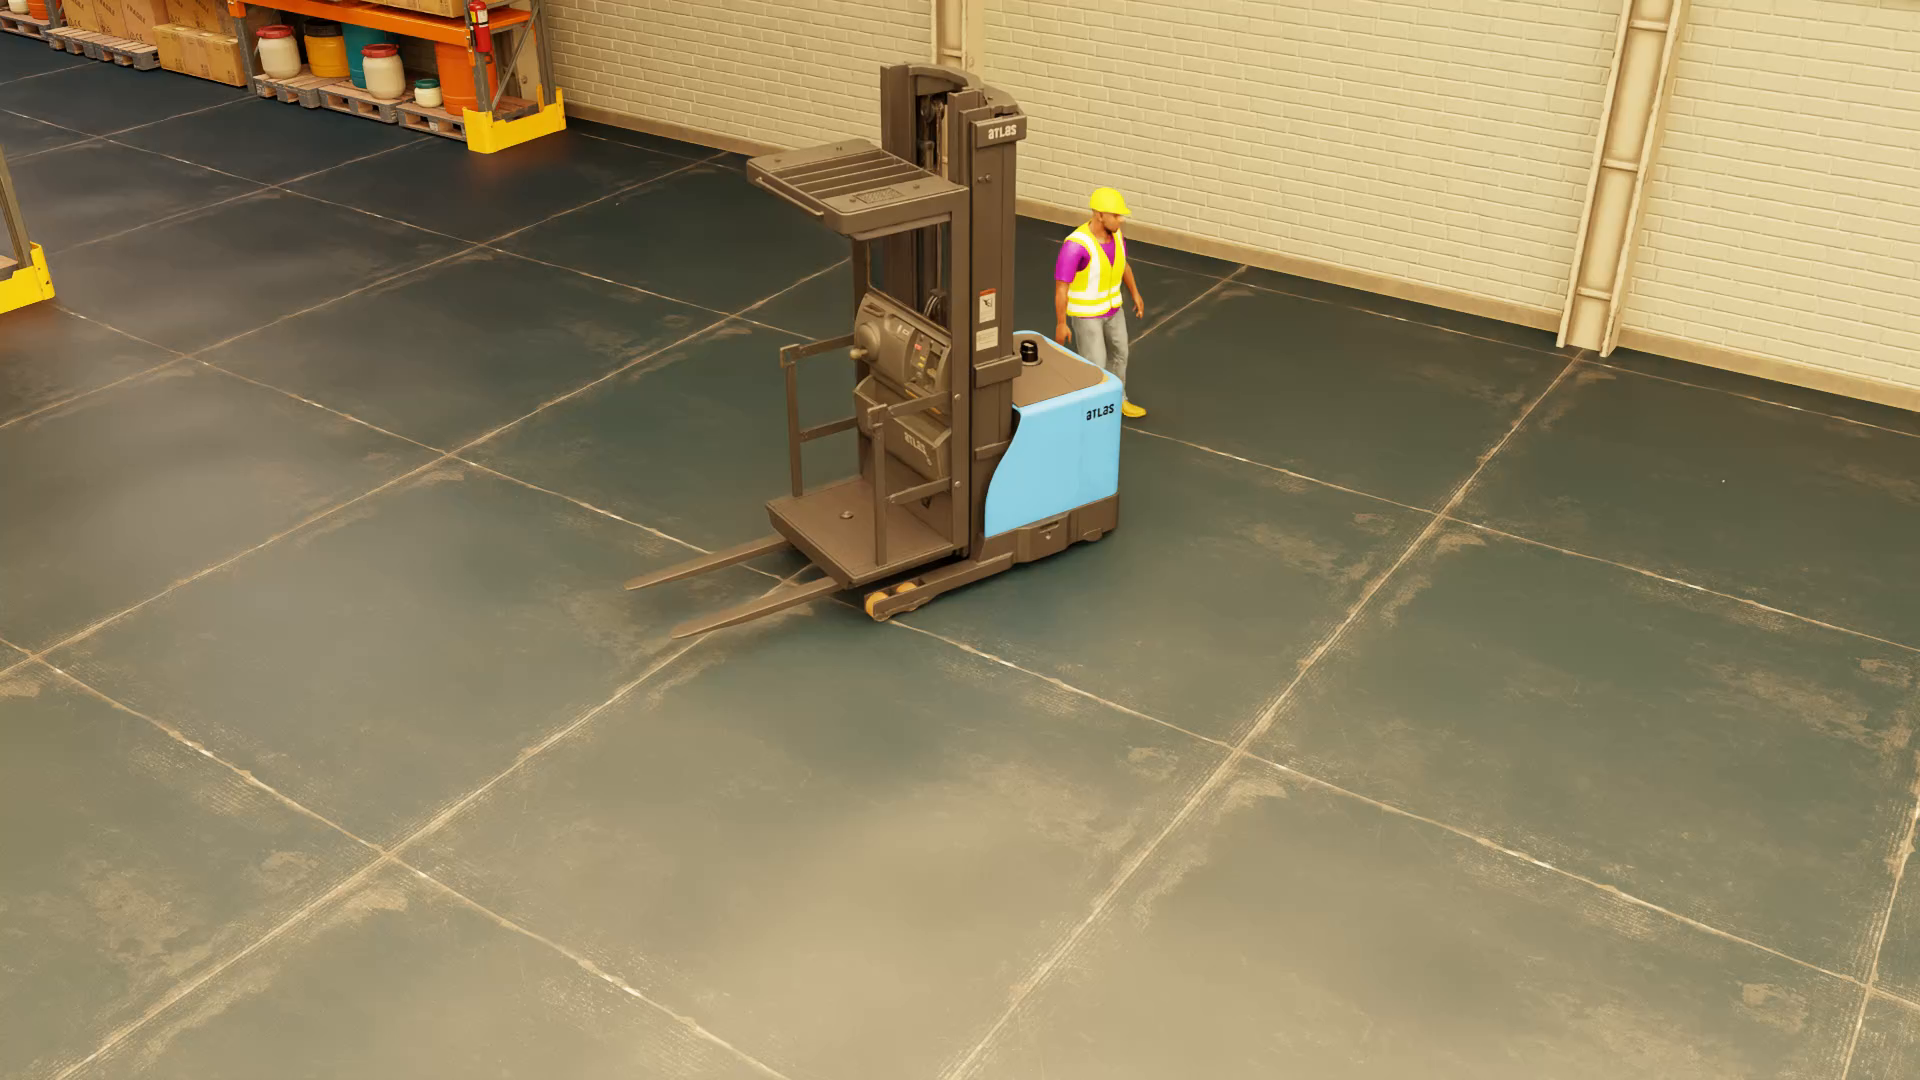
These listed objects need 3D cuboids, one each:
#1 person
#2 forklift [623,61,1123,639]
[{"bbox_3d":[0.971,-1.586,11.493,0.413,1.749,0.787,25,38,36],"label":"person"},{"bbox_3d":[-0.507,-1.097,9.471,3.031,2.935,1.130,-19,35,-29],"label":"forklift"}]
